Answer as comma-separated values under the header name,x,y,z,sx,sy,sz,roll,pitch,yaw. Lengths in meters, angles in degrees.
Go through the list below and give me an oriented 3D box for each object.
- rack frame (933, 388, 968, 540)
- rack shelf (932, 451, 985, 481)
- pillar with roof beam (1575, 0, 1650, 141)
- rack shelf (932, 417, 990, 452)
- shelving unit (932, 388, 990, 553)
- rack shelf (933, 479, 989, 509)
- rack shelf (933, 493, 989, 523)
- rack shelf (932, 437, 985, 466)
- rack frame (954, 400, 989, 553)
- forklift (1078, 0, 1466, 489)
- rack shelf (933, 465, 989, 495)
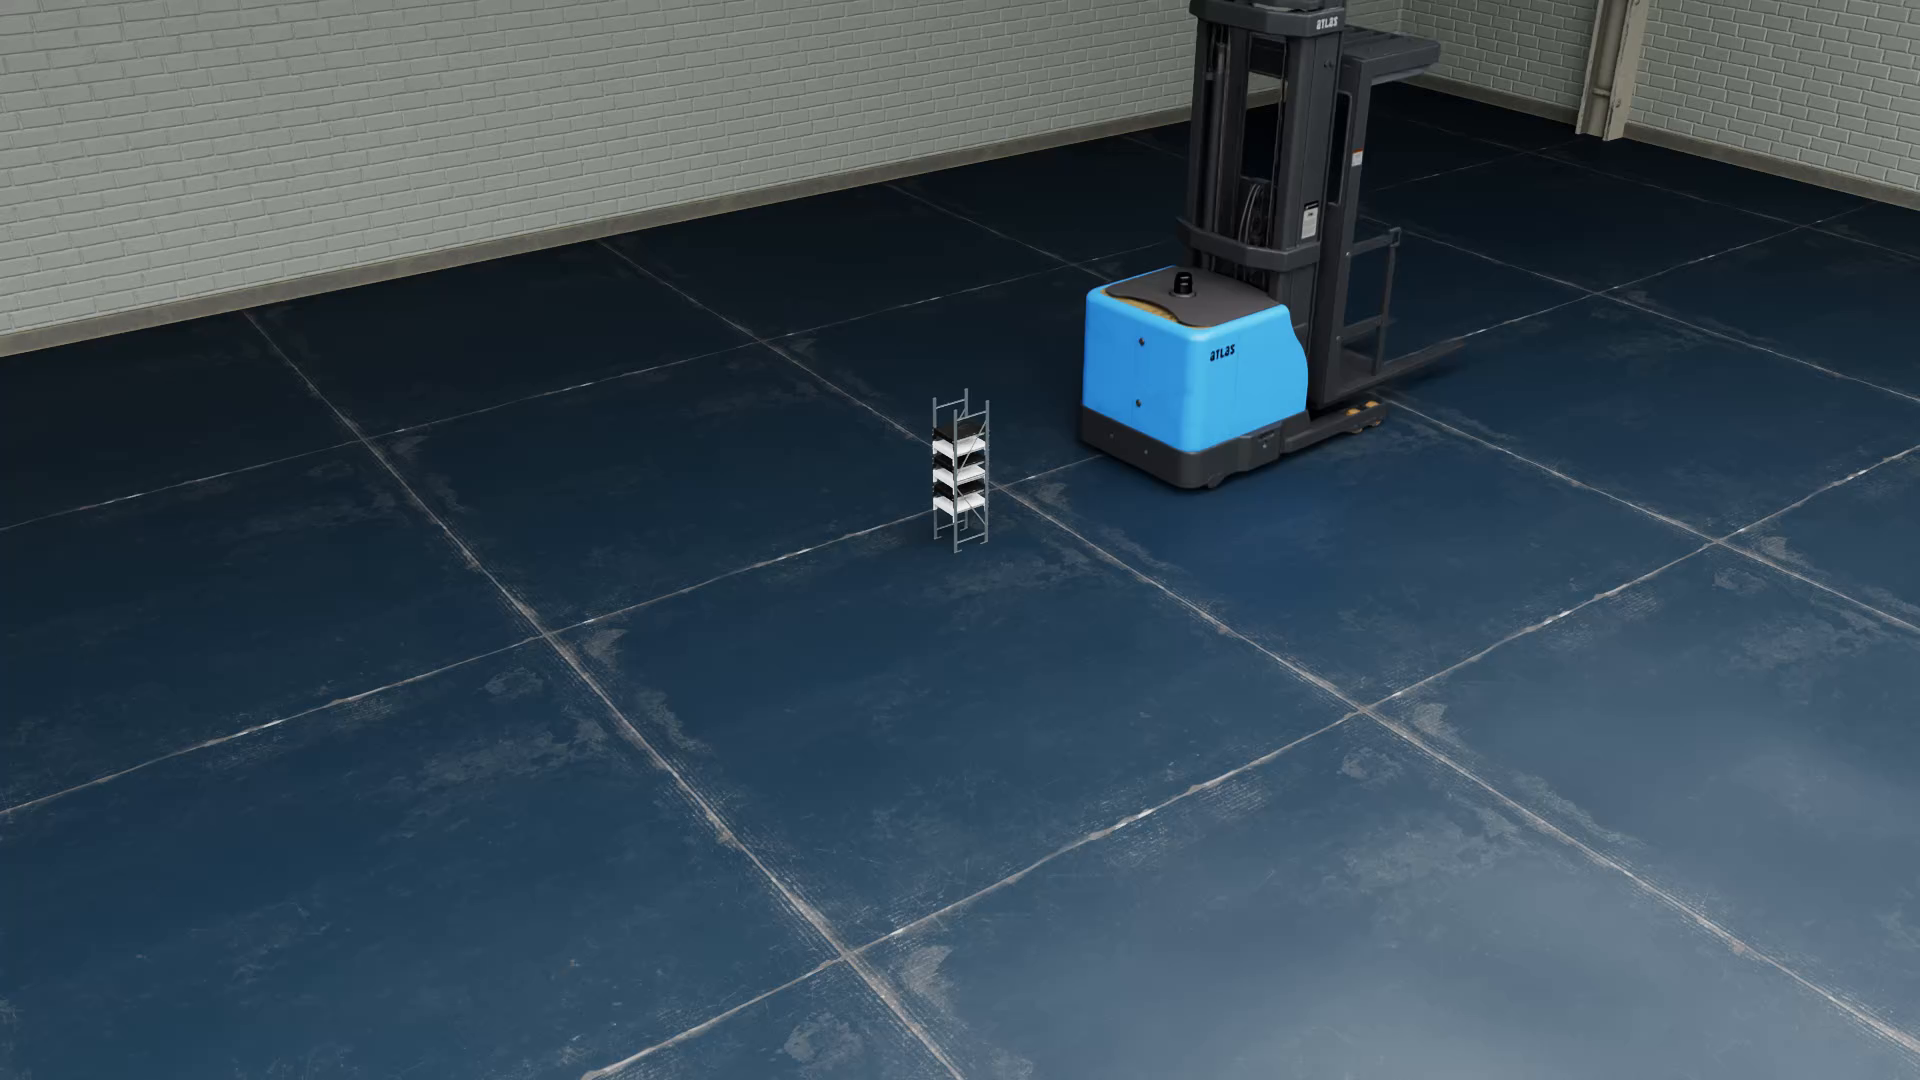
name,x,y,z,sx,sy,sz,roll,pitch,yaw
rack frame,-0.054,-0.432,9.602,0.240,0.900,0.006,-19,34,-31
rack shelf,0.005,-0.442,9.502,0.258,0.077,0.200,-19,34,-31
pillar with roof beam,3.294,-7.073,13.345,9.100,9.000,0.400,-19,34,-31
rack shelf,0.005,-0.600,9.416,0.258,0.077,0.200,-19,34,-31
shelving unit,0.005,-0.392,9.529,0.258,0.900,0.210,-19,34,-31
rack shelf,0.005,-0.284,9.588,0.258,0.077,0.200,-19,34,-31
rack shelf,0.005,-0.205,9.631,0.258,0.077,0.200,-19,34,-31
rack shelf,0.005,-0.521,9.459,0.258,0.077,0.200,-19,34,-31
rack frame,0.064,-0.353,9.457,0.240,0.900,0.006,-19,34,-31
forklift,2.235,-2.168,10.671,3.031,2.935,1.130,-21,35,-34
rack shelf,0.005,-0.363,9.545,0.258,0.077,0.200,-19,34,-31
